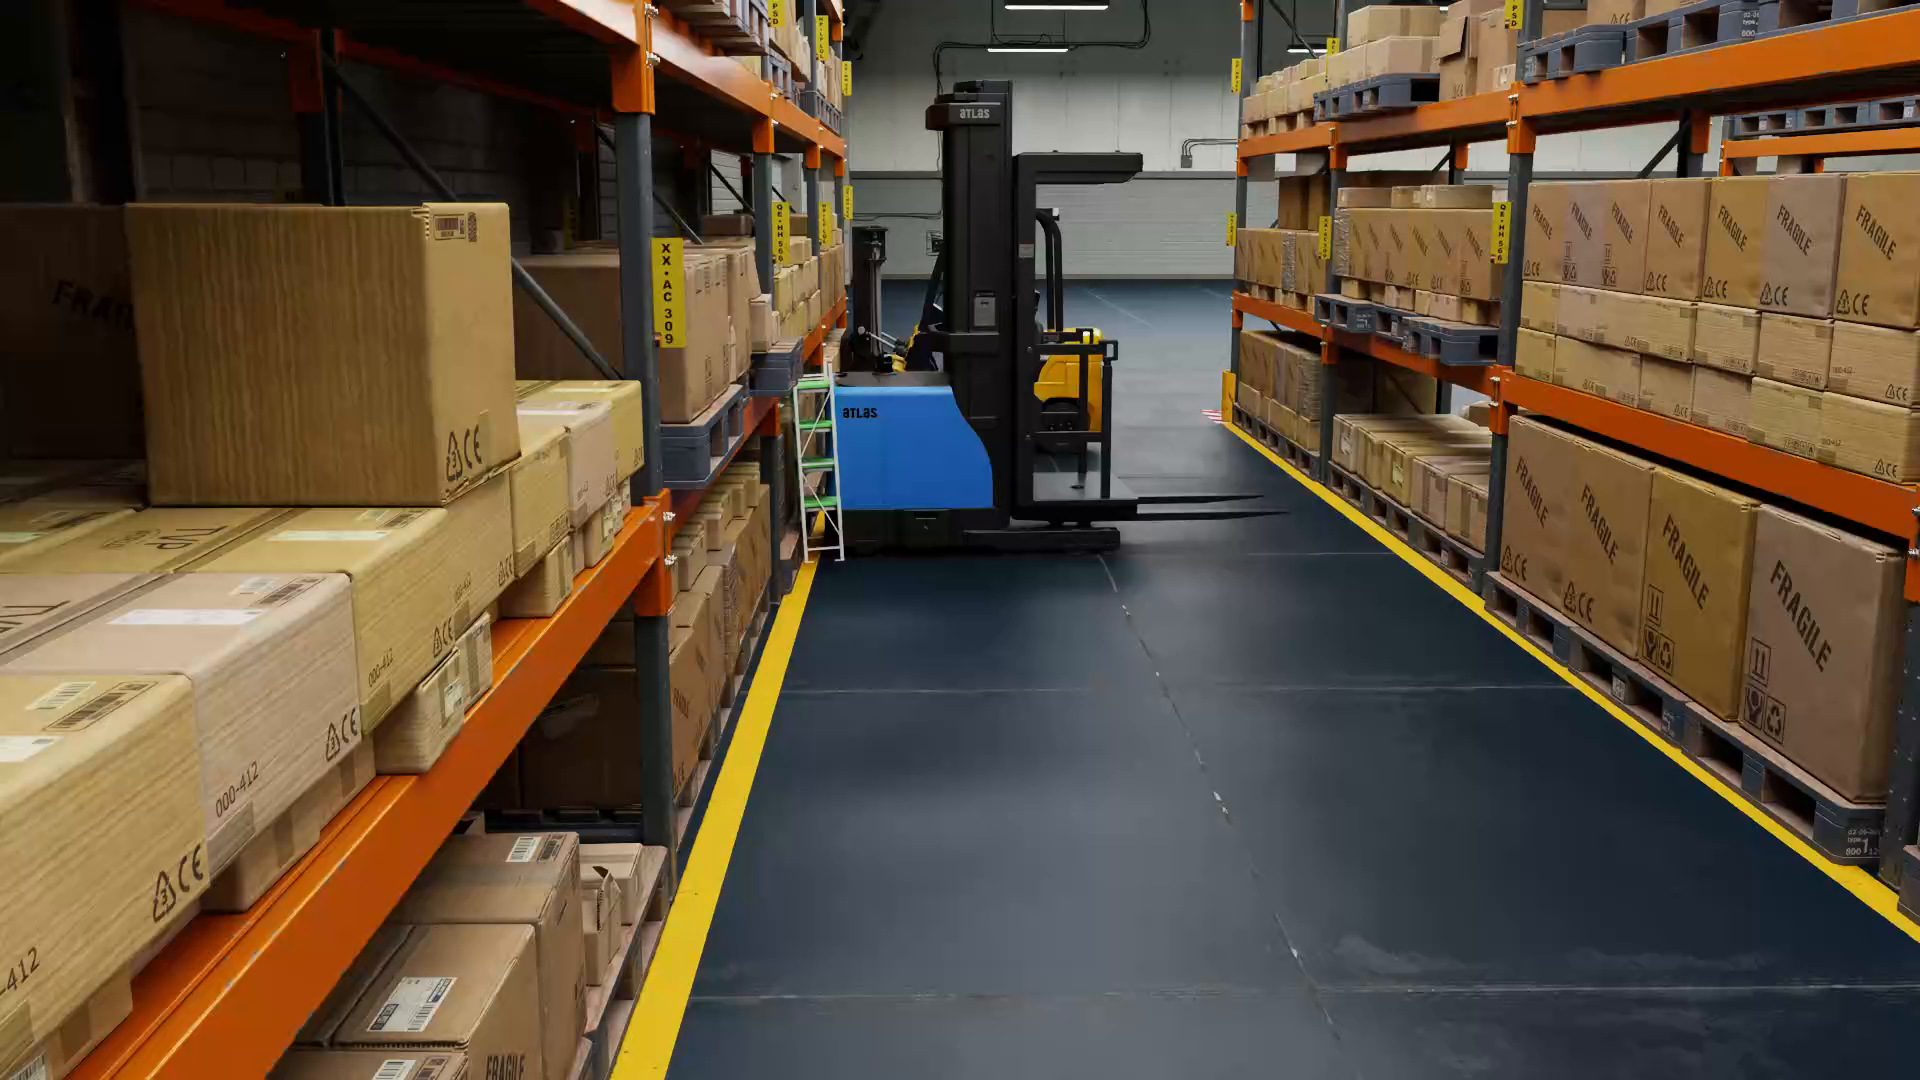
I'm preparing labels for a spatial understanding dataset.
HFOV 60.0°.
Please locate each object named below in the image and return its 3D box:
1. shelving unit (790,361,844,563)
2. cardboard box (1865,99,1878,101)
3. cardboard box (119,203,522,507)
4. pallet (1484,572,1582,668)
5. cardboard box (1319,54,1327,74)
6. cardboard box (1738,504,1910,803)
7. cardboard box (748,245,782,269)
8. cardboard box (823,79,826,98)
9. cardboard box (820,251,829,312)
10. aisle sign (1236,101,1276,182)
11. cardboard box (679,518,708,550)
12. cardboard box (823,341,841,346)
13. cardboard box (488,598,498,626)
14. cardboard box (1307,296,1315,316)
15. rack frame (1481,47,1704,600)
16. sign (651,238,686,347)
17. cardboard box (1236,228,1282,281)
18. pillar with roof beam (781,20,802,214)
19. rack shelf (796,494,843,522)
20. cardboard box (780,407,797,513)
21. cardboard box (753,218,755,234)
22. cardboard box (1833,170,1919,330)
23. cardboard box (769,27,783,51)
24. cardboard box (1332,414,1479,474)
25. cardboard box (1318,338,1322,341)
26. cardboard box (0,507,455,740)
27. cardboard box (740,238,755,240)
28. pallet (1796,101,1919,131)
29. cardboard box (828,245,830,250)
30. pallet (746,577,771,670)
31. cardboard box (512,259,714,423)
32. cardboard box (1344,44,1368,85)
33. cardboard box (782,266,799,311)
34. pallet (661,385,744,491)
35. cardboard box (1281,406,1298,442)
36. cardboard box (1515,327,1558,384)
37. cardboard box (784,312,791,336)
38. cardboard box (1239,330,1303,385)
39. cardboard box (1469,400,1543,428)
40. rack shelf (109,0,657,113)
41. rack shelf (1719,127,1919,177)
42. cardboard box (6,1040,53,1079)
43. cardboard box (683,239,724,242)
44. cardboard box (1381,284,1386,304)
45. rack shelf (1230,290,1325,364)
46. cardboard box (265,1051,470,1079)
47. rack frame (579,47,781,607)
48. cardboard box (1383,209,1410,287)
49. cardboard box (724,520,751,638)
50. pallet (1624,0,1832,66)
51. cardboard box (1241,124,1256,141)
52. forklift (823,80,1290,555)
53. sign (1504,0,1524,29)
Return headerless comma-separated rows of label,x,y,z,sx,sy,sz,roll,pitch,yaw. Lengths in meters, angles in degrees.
shelving unit,-0.895,-0.494,10.325,0.258,1.200,0.503,-4,9,-8
cardboard box,7.975,-3.841,14.226,0.380,0.149,0.250,0,11,0
cardboard box,-1.109,-0.348,2.975,0.500,0.500,0.500,0,11,0
pallet,3.400,0.393,8.590,1.003,0.211,1.213,0,11,-1
cardboard box,3.070,-3.777,13.213,0.380,0.149,0.250,-1,11,-3
cardboard box,3.449,0.377,5.943,0.875,0.875,0.875,0,11,1
cardboard box,-1.271,-1.697,9.995,0.380,0.149,0.250,0,11,-1
cardboard box,-1.307,-3.749,13.776,0.380,0.149,0.250,0,11,1
cardboard box,-1.361,-2.146,13.842,0.500,0.500,0.500,0,11,0
aisle sign,2.983,-4.006,16.722,0.394,0.787,0.004,0,11,-1
cardboard box,-1.286,0.002,7.105,0.380,0.149,0.250,0,11,-1
cardboard box,-1.308,-1.655,15.018,0.500,0.250,0.500,0,11,-2
cardboard box,-1.200,0.129,3.510,0.380,0.149,0.250,0,11,0
cardboard box,3.053,-1.915,13.584,0.380,0.149,0.250,0,11,0
rack frame,3.459,-1.130,9.087,1.000,3.000,0.127,0,11,-1
sign,-0.878,-0.742,4.996,0.100,0.325,0.005,0,11,-1
cardboard box,3.026,-2.820,16.416,0.500,0.500,0.500,0,11,-2
pillar with roof beam,1.501,-7.901,27.370,9.100,9.000,0.400,0,11,-1
rack shelf,-0.880,-0.193,10.370,0.258,0.148,0.480,-4,9,-8
cardboard box,-1.538,-0.539,11.088,0.875,0.625,0.625,-1,11,-4
cardboard box,-1.877,-2.582,13.611,0.380,0.149,0.250,0,11,-2
cardboard box,3.282,-0.962,5.491,0.500,0.500,0.500,0,11,1
cardboard box,-1.275,-3.028,9.338,0.500,0.500,0.500,0,11,-1
cardboard box,3.390,-0.739,12.712,0.950,0.372,0.625,0,11,0
cardboard box,3.589,-1.584,15.297,0.500,0.500,0.500,-1,11,-2
cardboard box,-1.102,0.116,2.570,0.500,0.250,0.500,0,11,-2
cardboard box,-1.381,-2.104,12.004,0.380,0.149,0.250,0,11,-1
pallet,8.295,-3.797,14.910,1.003,0.211,1.213,0,11,-1
cardboard box,-1.305,-2.540,14.154,0.380,0.149,0.250,0,11,-2
pallet,-1.526,0.406,8.528,1.003,0.211,1.213,0,11,-1
cardboard box,-1.207,-0.666,5.490,0.700,0.500,0.500,0,11,0
cardboard box,2.999,-3.309,11.604,0.500,0.250,0.500,0,11,-2
cardboard box,-1.270,-1.574,10.392,0.500,0.250,0.500,-1,11,-3
pallet,-1.328,-0.379,5.868,1.003,0.211,1.213,0,11,-1
cardboard box,3.075,-1.006,14.333,0.500,0.250,0.500,-1,11,-3
cardboard box,3.218,-0.959,8.617,0.500,0.250,0.500,0,11,-2
cardboard box,-1.274,-1.225,9.930,0.500,0.250,0.500,0,11,-2
cardboard box,3.035,-1.780,16.263,0.500,0.500,0.500,-1,11,-3
cardboard box,4.715,-0.920,14.332,0.500,0.500,0.500,9,15,38
rack shelf,-1.379,-1.034,2.877,1.077,0.370,4.000,0,11,-1
rack shelf,8.282,-3.481,14.939,1.077,0.370,4.000,0,11,-1
cardboard box,-1.070,0.538,1.497,0.380,0.149,0.250,0,11,-2
cardboard box,-1.830,-1.997,11.476,0.380,0.149,0.250,0,11,-1
cardboard box,3.118,-1.691,11.425,0.380,0.149,0.250,0,11,-1
rack shelf,3.335,-1.971,15.038,1.077,0.370,4.000,0,11,-1
cardboard box,-1.235,1.208,2.791,0.700,0.500,0.500,0,11,1
rack frame,-1.503,-1.109,8.983,1.000,3.000,0.127,0,11,-1
cardboard box,3.128,-1.932,10.981,0.500,0.500,0.500,-1,11,-3
cardboard box,-1.266,0.197,7.776,0.500,0.500,0.500,0,11,1
pallet,3.552,-2.158,7.082,1.003,0.211,1.213,0,11,1
cardboard box,2.976,-4.000,16.321,0.380,0.149,0.250,0,11,-1
forklift,0.621,-1.446,10.814,3.031,2.935,1.130,-1,12,-4
sign,2.917,-2.852,8.728,0.100,0.325,0.005,0,11,-1
